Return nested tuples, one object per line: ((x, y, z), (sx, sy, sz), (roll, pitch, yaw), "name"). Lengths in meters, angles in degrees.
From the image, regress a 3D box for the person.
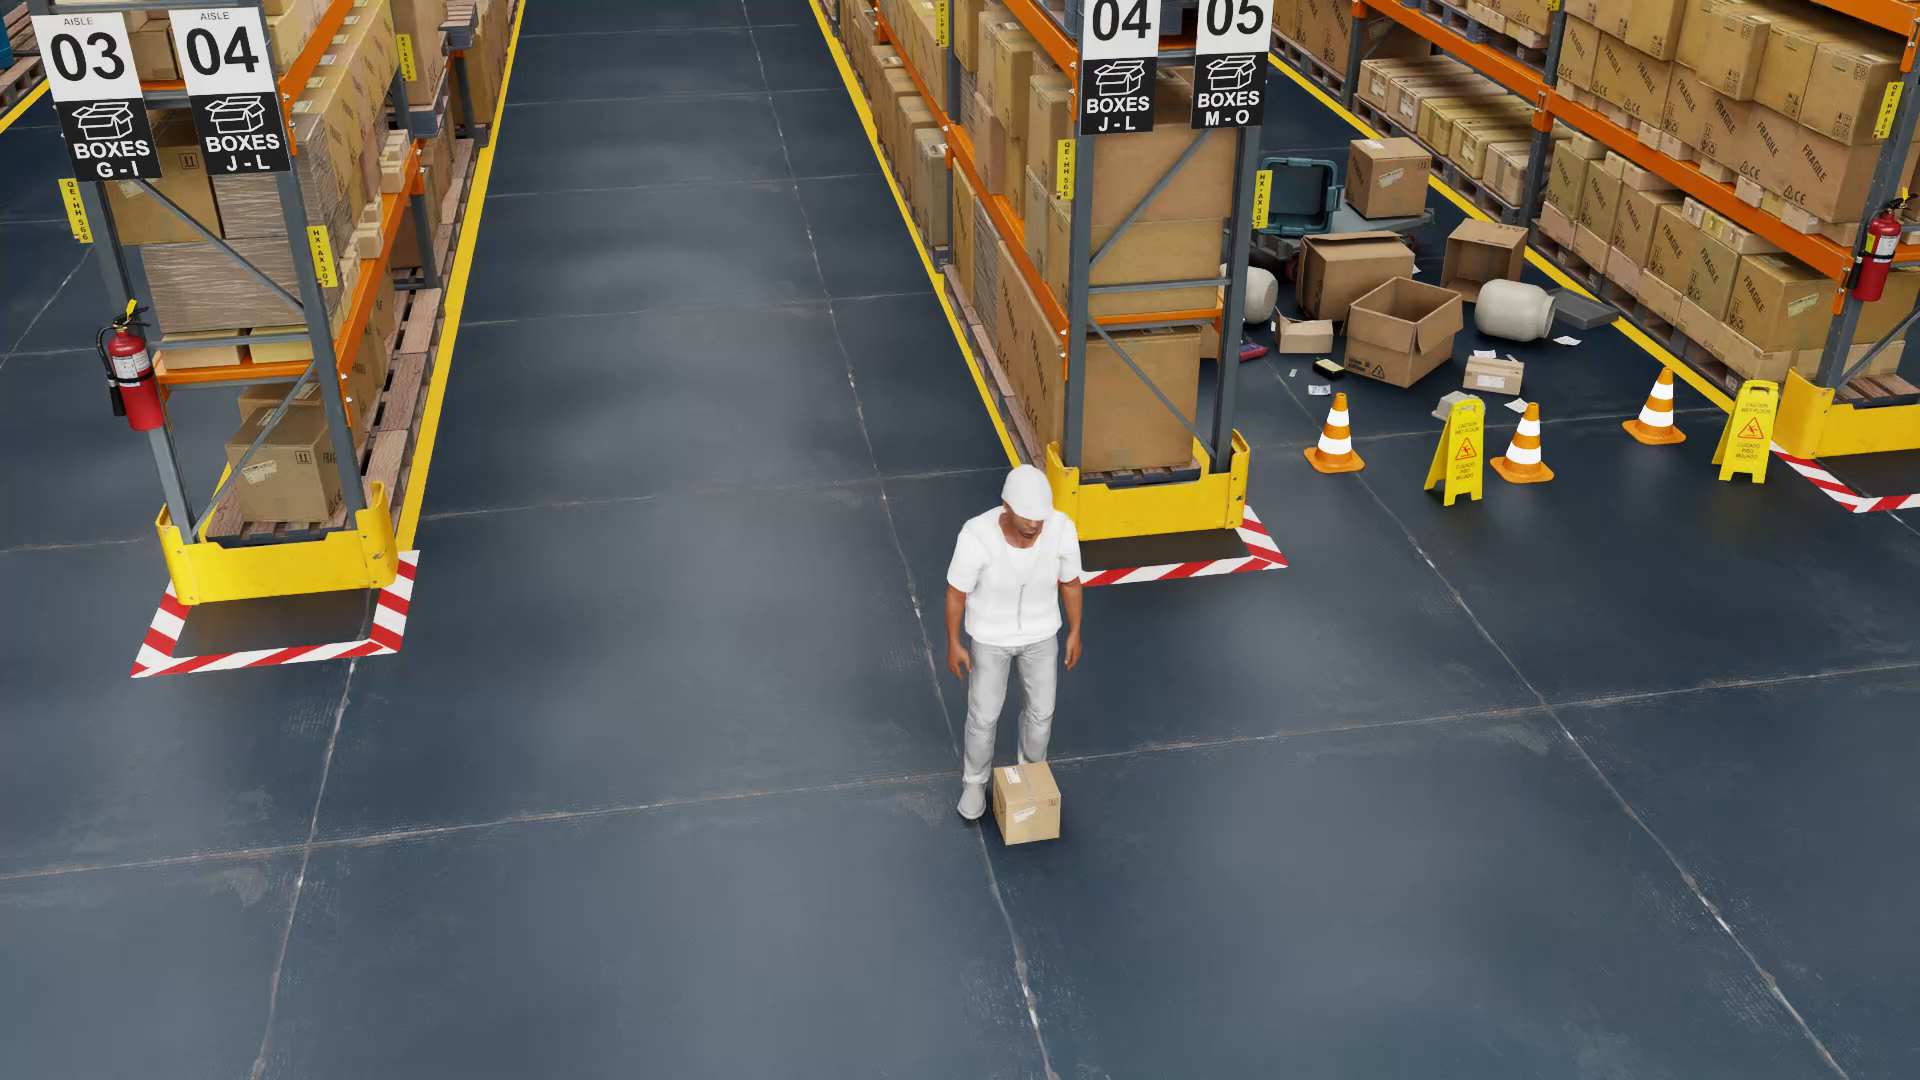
((0.244, 0.435, 7.384), (0.627, 1.757, 0.458), (-6, 31, -11), "person")
